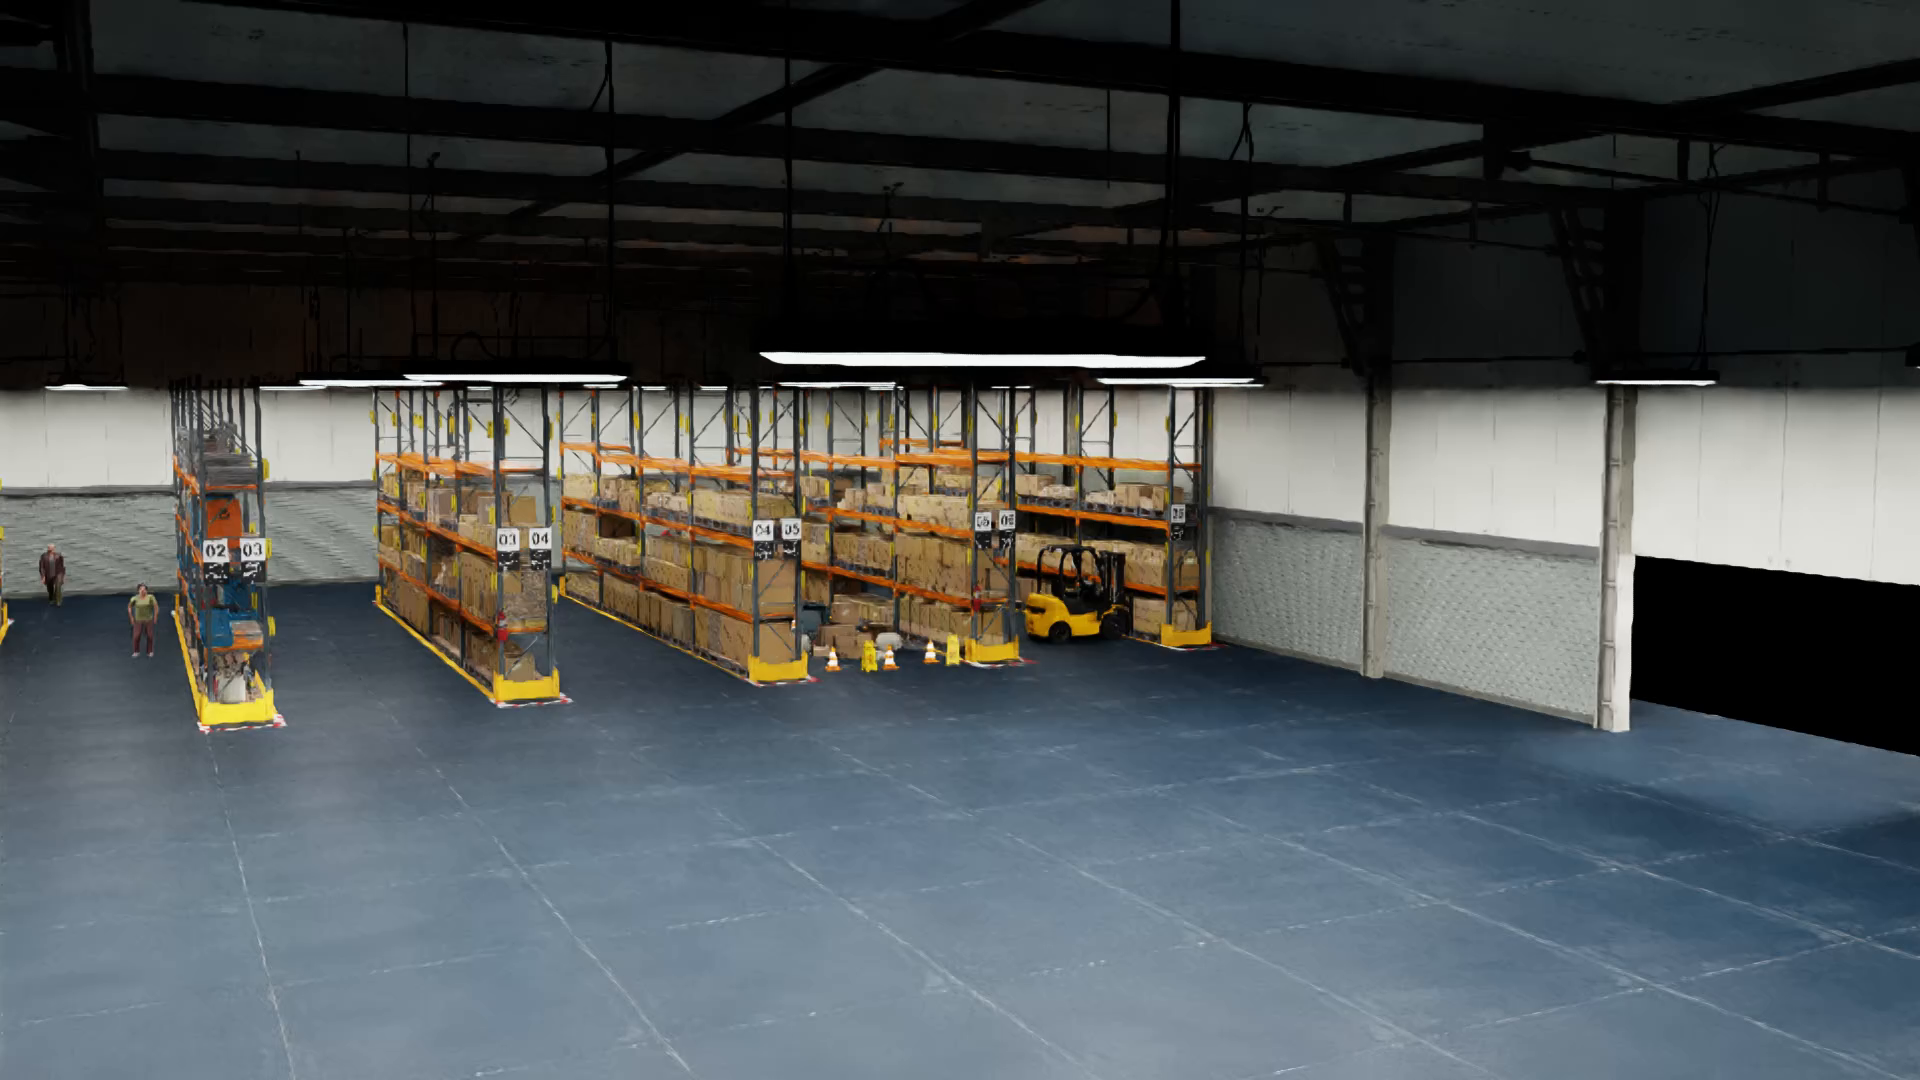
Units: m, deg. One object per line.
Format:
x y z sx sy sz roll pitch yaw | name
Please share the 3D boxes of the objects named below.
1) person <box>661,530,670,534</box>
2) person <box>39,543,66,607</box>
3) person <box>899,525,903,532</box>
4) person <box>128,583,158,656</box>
-8.359 0.605 47.351 0.550 1.787 0.628 -1 5 -8 | person
-24.134 0.926 44.222 0.598 1.698 1.193 -2 6 -24 | person
-1.681 0.415 47.413 0.507 1.675 0.540 -1 5 -8 | person
-17.663 1.726 35.971 0.598 1.619 0.507 -3 6 -26 | person
